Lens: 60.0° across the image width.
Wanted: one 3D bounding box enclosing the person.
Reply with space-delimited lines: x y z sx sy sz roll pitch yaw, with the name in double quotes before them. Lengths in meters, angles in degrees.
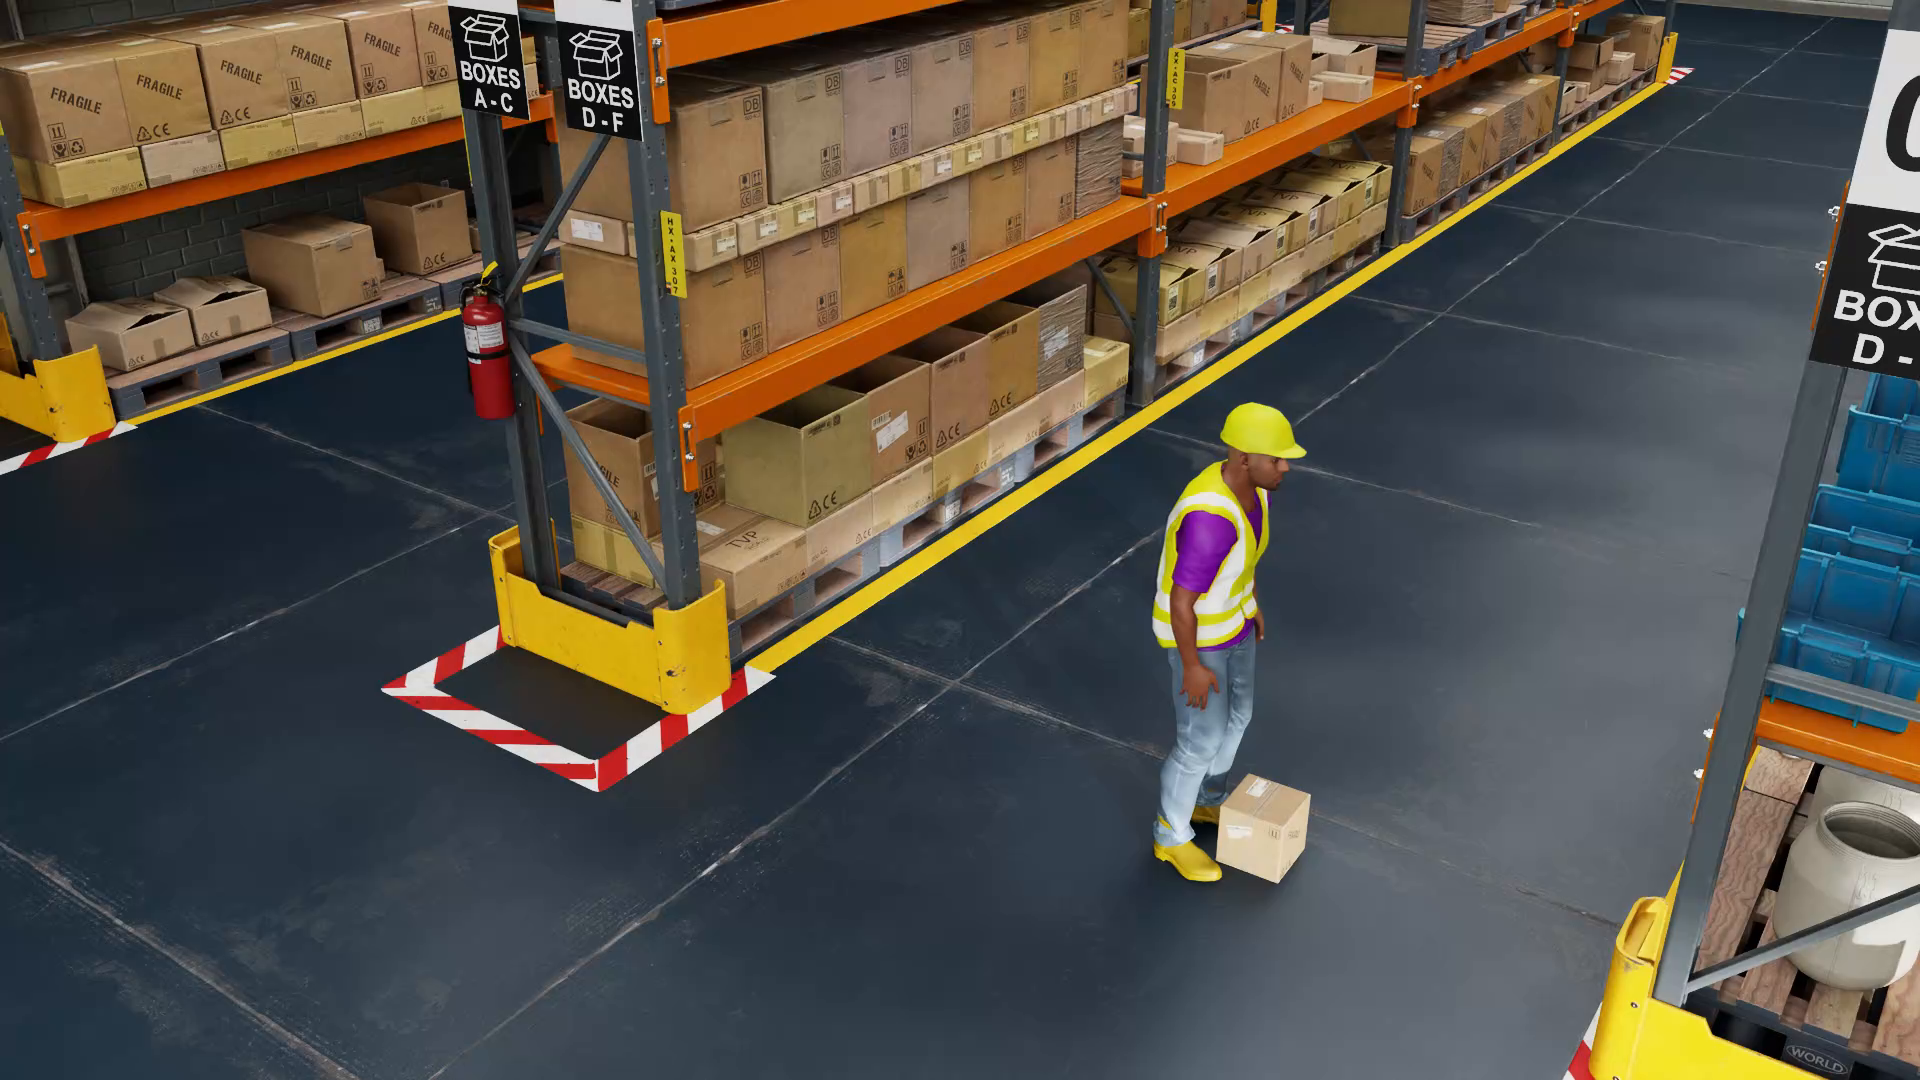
"person" 0.933 0.333 5.937 0.458 1.760 0.634 15 31 28
